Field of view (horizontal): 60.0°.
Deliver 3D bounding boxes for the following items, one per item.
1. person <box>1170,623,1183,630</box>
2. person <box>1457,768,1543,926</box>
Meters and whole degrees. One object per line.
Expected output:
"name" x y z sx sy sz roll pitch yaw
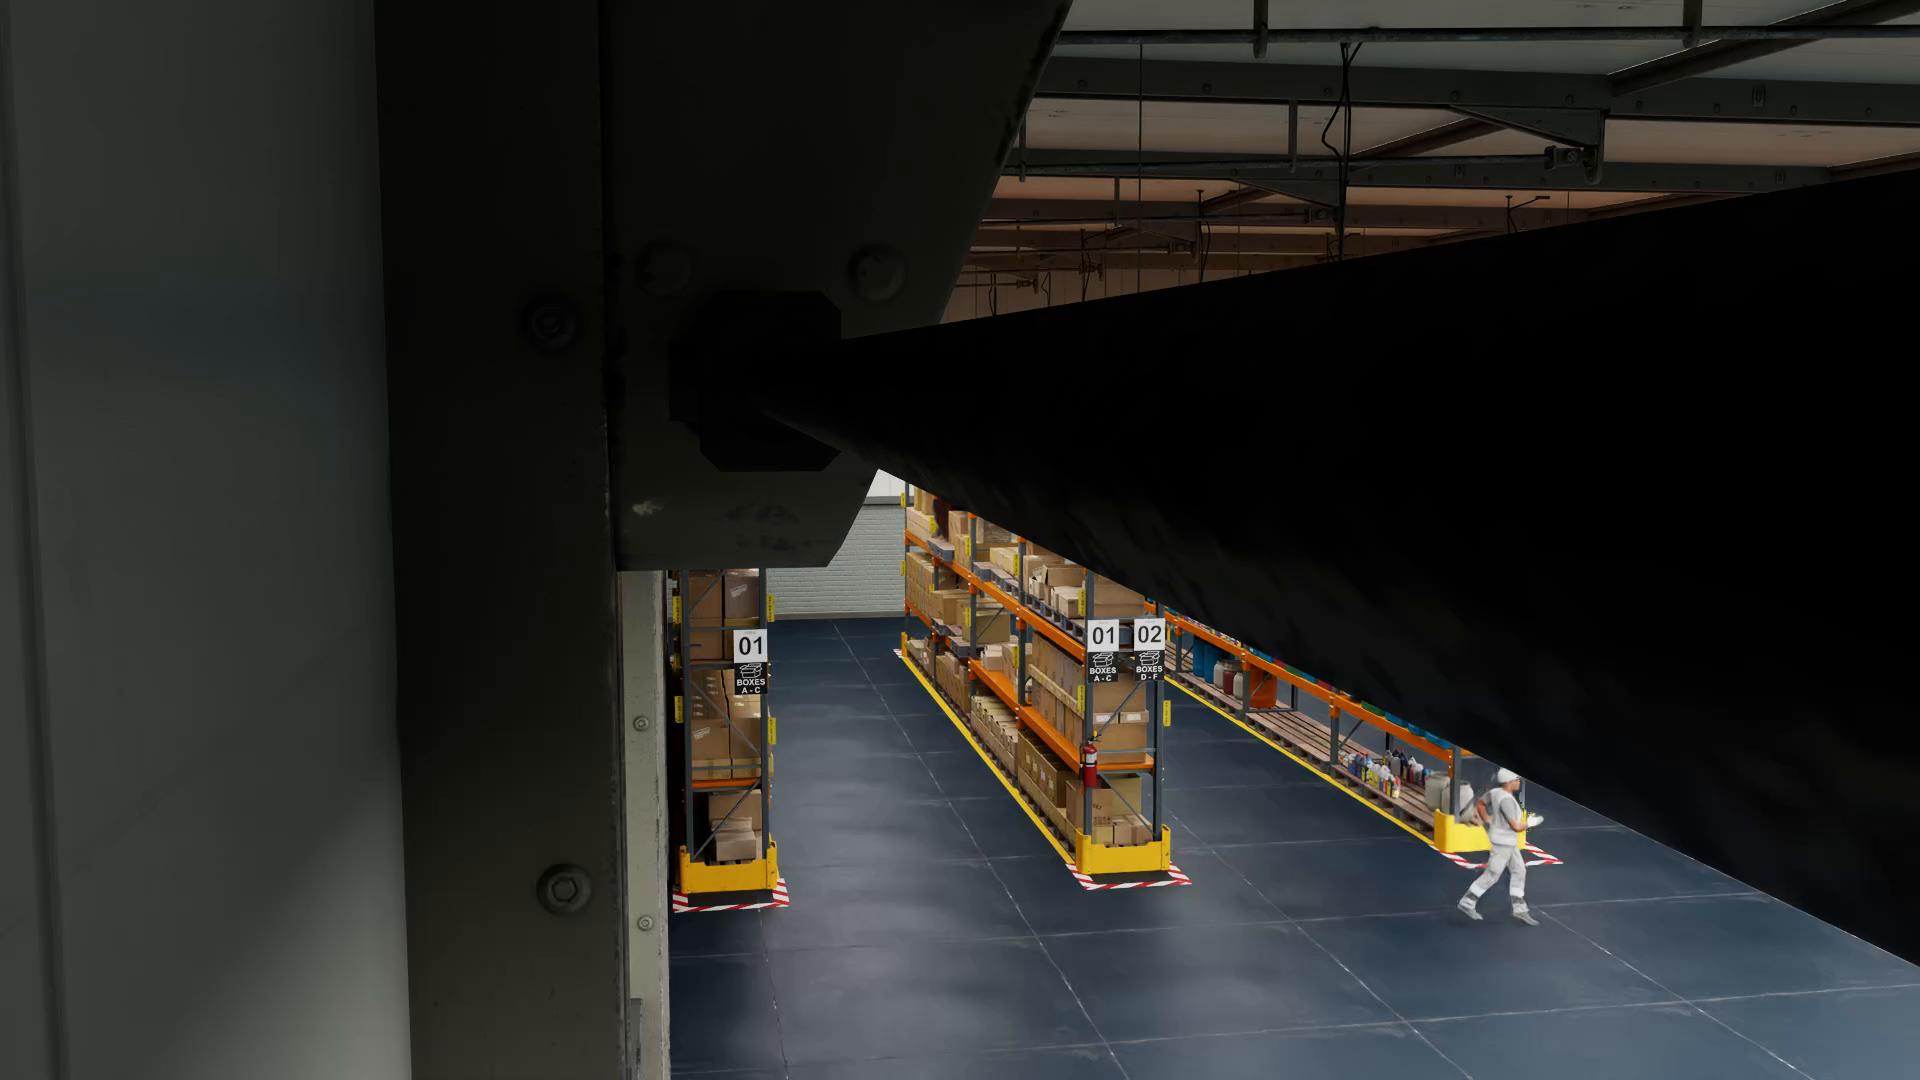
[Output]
"person" 5.434 1.349 39.646 0.815 1.765 0.732 0 6 -3
"person" 6.124 3.466 18.850 0.904 1.825 0.652 1 6 13
